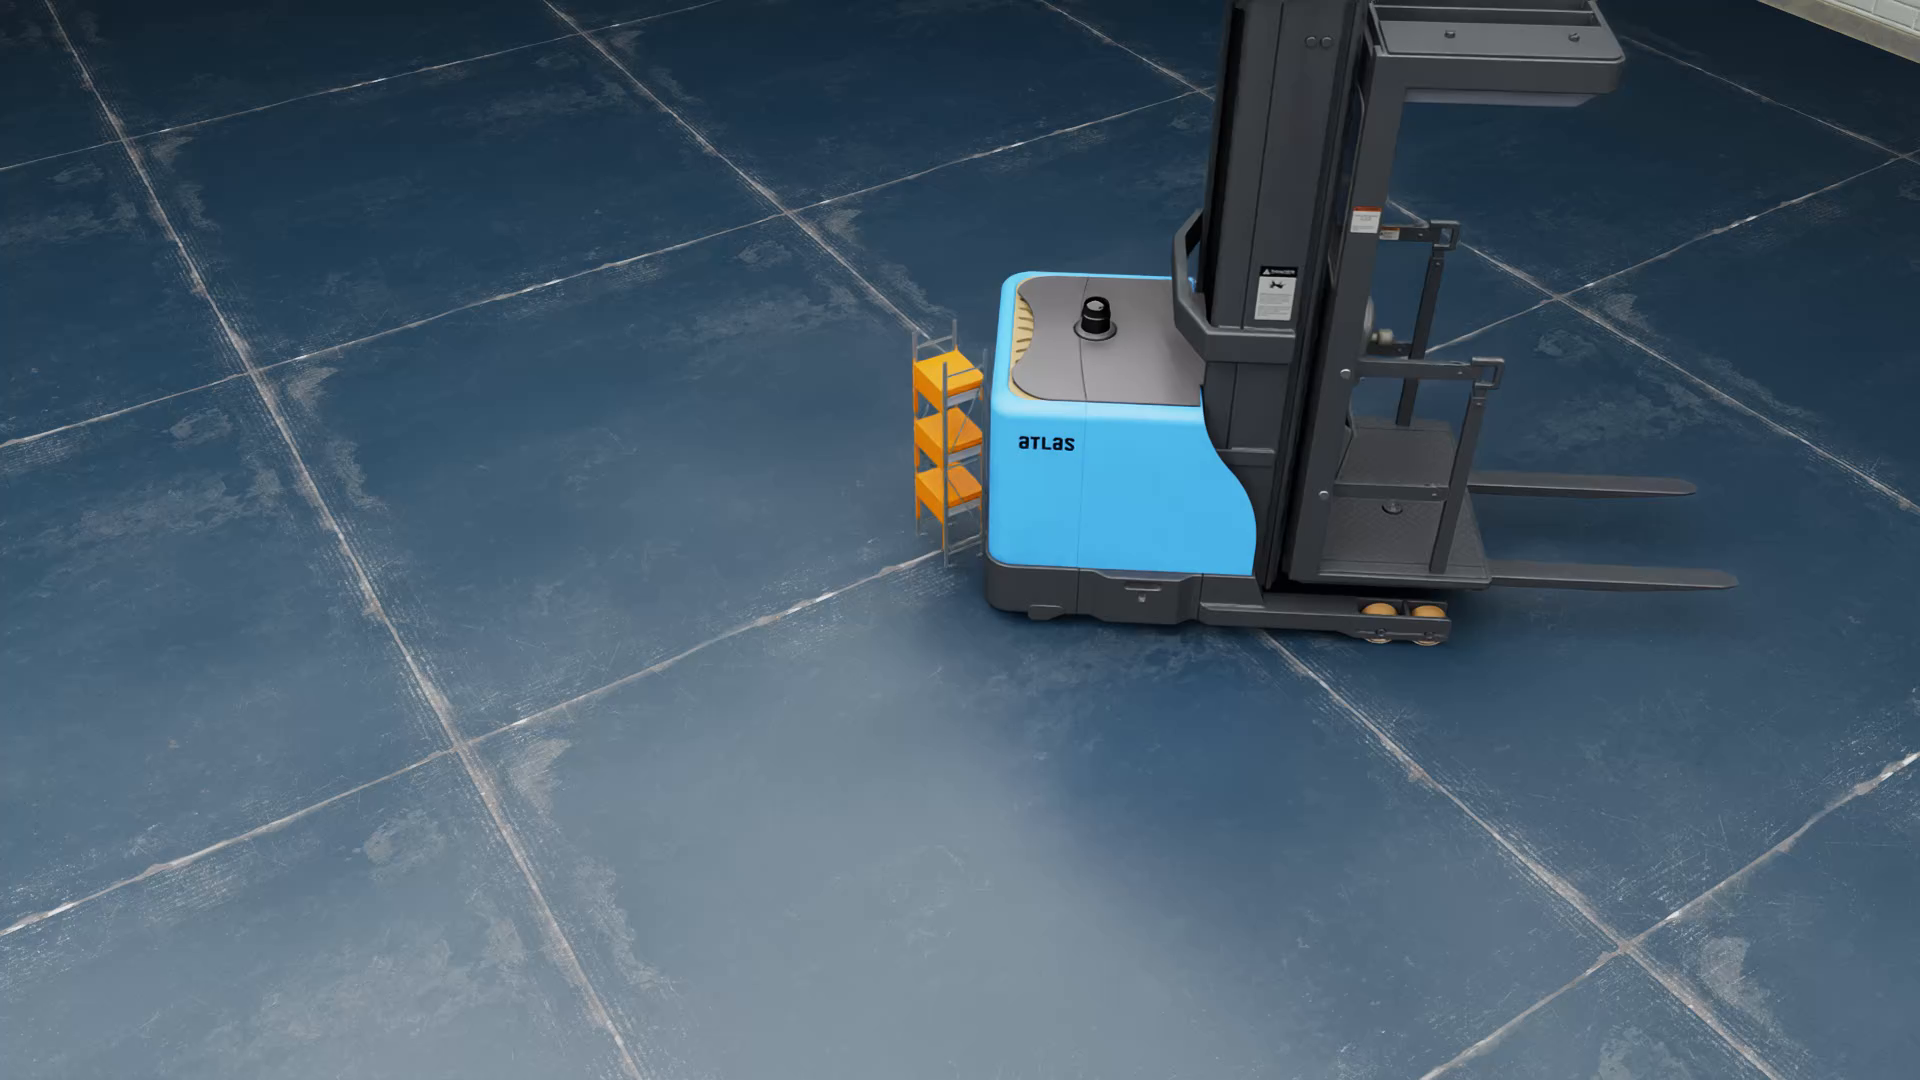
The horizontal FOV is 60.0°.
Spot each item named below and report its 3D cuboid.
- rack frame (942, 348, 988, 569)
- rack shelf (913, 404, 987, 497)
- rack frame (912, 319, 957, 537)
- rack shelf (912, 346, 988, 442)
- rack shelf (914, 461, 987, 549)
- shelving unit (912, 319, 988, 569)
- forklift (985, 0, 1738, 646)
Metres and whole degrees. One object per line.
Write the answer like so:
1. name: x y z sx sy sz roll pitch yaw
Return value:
1. rack frame: 0.020 -0.314 6.807 0.200 1.050 0.008 -20 44 -23
2. rack shelf: -0.041 -0.374 6.895 0.215 0.259 0.240 -20 44 -23
3. rack frame: -0.102 -0.449 6.969 0.200 1.050 0.008 -20 44 -23
4. rack shelf: -0.041 -0.592 6.713 0.215 0.259 0.240 -20 44 -23
5. rack shelf: -0.041 -0.160 7.073 0.215 0.259 0.240 -20 44 -23
6. shelving unit: -0.041 -0.382 6.888 0.215 1.050 0.252 -20 44 -23
7. forklift: 1.643 -1.053 6.224 3.031 2.935 1.130 3 40 3
